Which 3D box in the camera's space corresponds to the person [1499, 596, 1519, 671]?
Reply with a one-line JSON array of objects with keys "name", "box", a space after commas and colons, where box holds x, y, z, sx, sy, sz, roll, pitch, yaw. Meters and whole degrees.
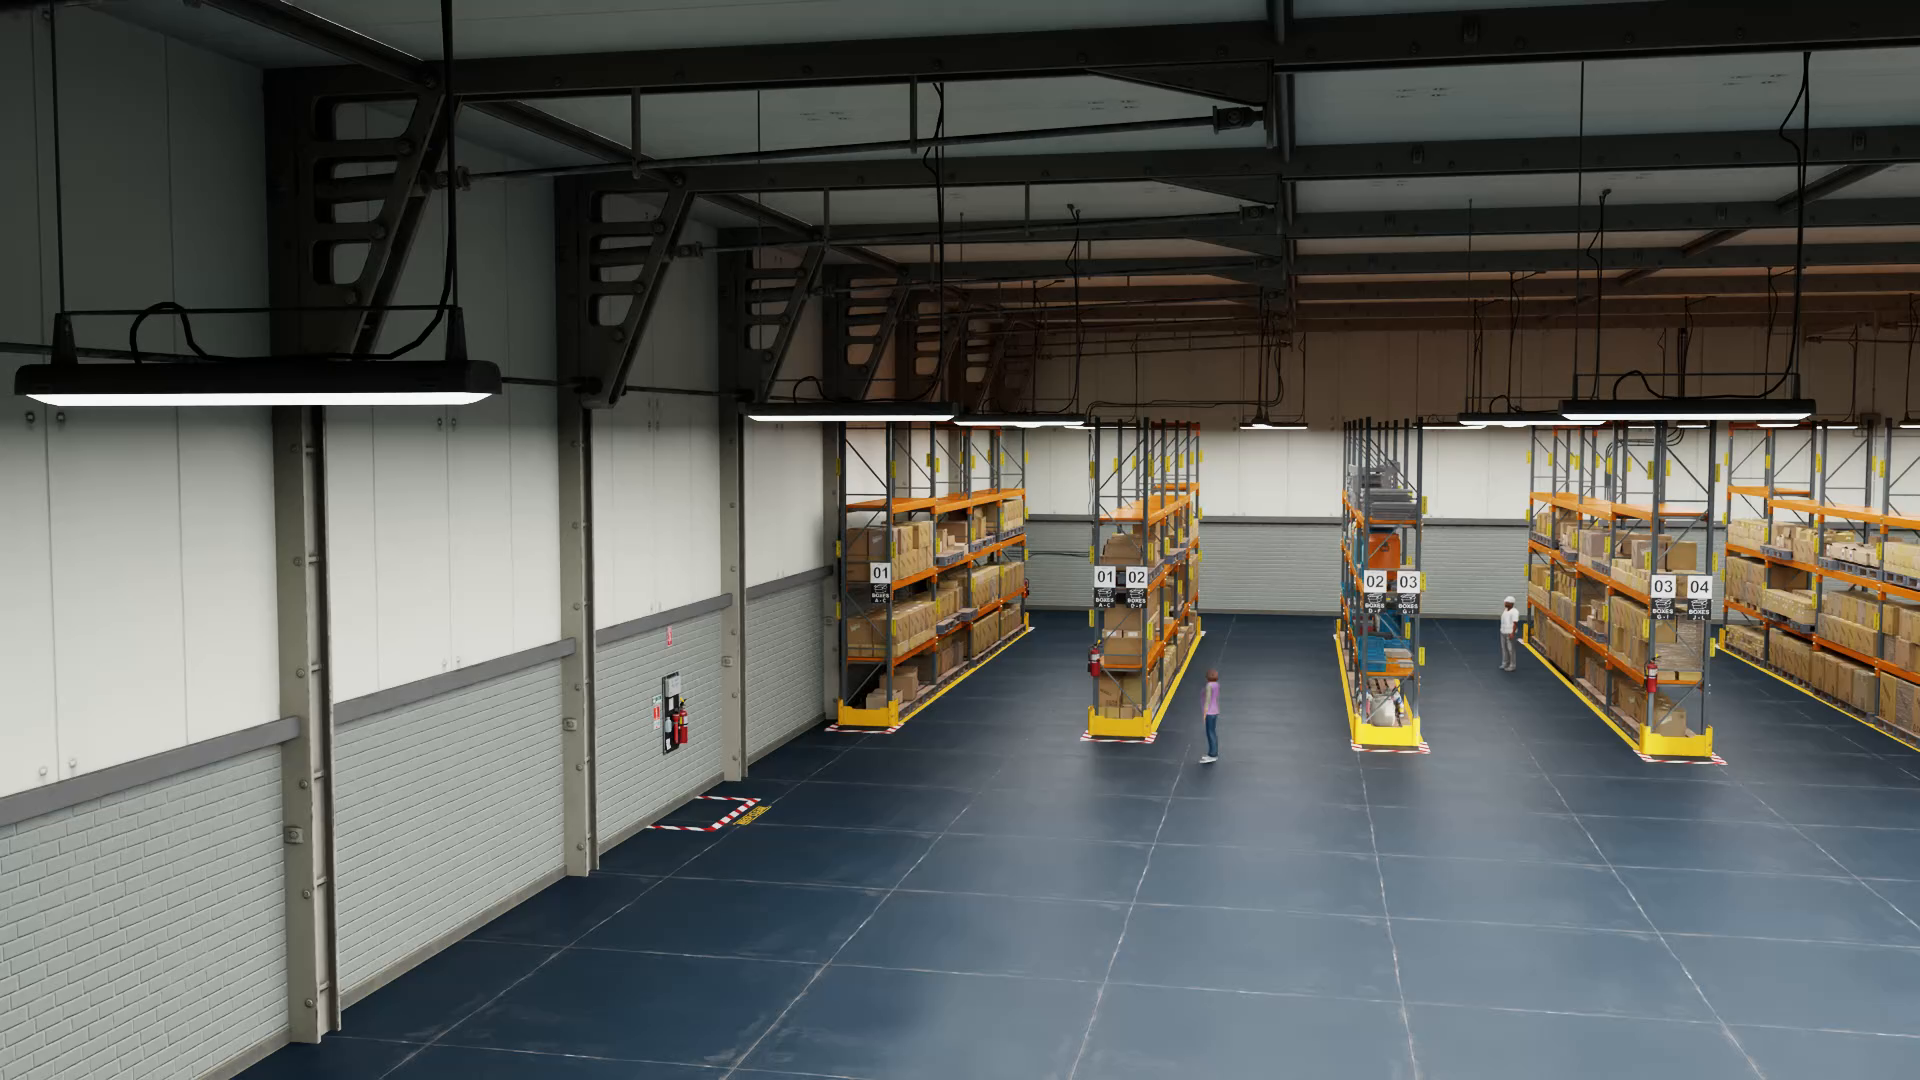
[{"name": "person", "box": [13.228, 2.247, 40.085, 0.403, 1.781, 0.604, -2, 4, -23]}]

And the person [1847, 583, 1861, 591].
[{"name": "person", "box": [24.071, 1.969, 44.660, 0.656, 1.725, 0.413, 2, 4, 23]}]

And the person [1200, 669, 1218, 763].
[{"name": "person", "box": [4.326, 3.043, 28.902, 0.324, 1.616, 0.412, 0, 4, 6]}]
